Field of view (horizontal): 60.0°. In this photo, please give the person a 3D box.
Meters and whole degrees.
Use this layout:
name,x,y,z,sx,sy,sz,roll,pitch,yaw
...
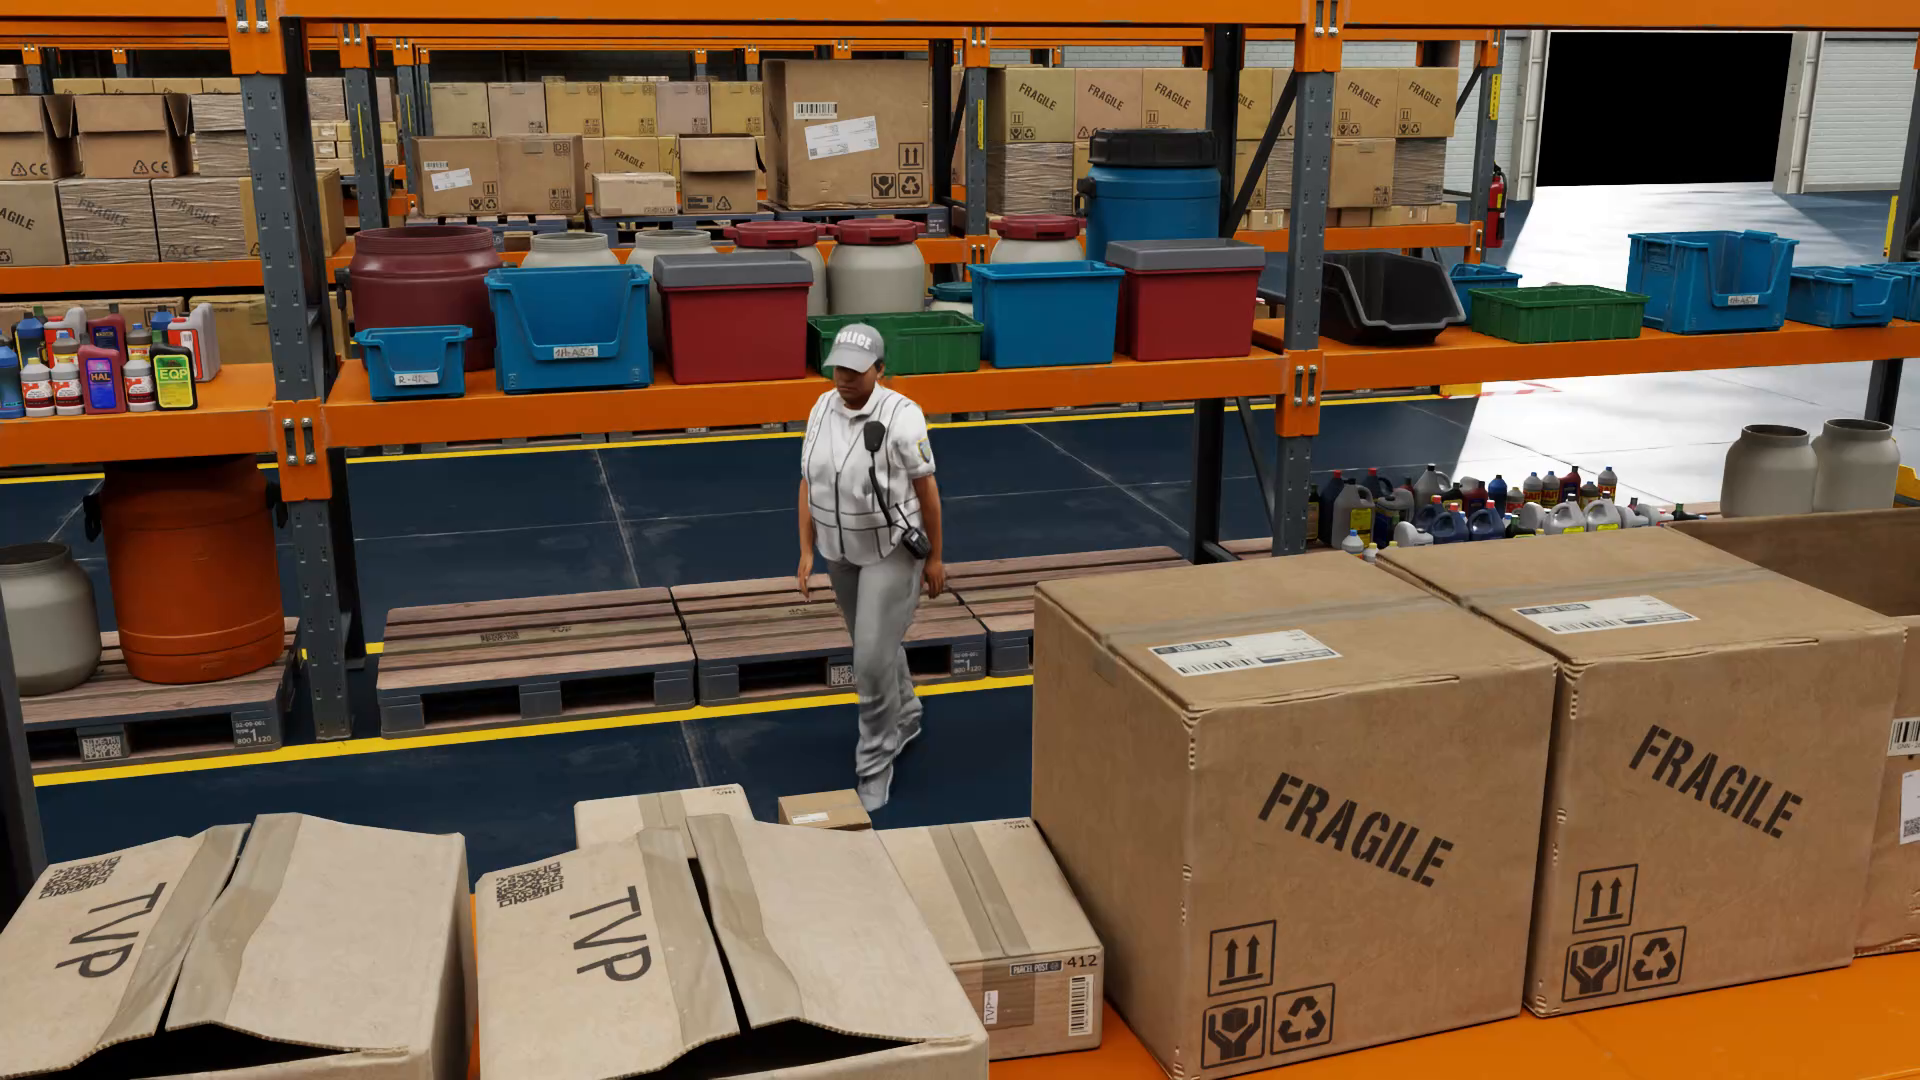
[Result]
name,x,y,z,sx,sy,sz,roll,pitch,yaw
person,-0.308,0.078,5.862,0.487,1.710,0.635,11,19,33
